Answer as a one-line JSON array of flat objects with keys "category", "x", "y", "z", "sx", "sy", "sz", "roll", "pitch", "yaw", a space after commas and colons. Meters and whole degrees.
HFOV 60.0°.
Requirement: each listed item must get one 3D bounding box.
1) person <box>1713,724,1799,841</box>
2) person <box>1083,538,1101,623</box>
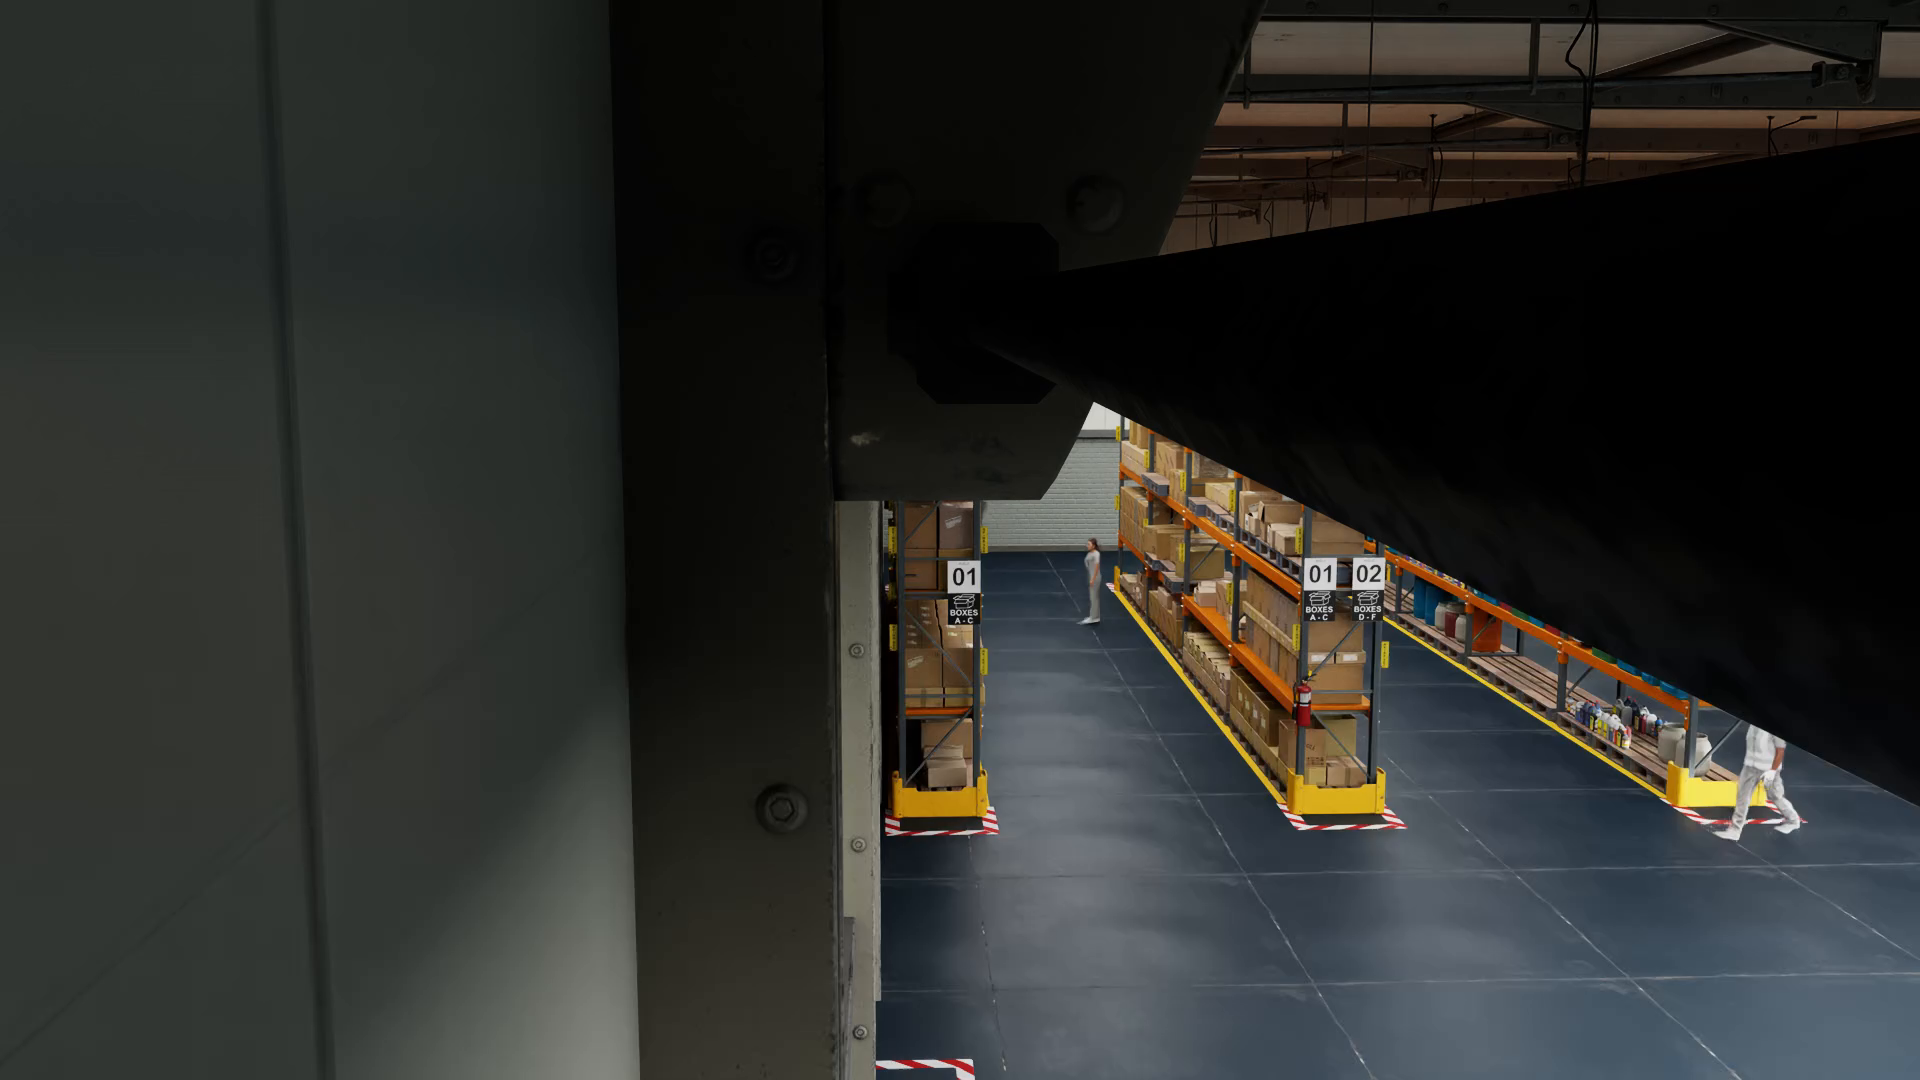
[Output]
[{"category": "person", "x": 9.429, "y": 2.675, "z": 19.513, "sx": 1.052, "sy": 1.750, "sz": 0.550, "roll": -4, "pitch": 9, "yaw": -28}, {"category": "person", "x": 2.580, "y": 0.788, "z": 32.731, "sx": 0.383, "sy": 1.678, "sz": 0.461, "roll": -2, "pitch": 9, "yaw": -16}]
